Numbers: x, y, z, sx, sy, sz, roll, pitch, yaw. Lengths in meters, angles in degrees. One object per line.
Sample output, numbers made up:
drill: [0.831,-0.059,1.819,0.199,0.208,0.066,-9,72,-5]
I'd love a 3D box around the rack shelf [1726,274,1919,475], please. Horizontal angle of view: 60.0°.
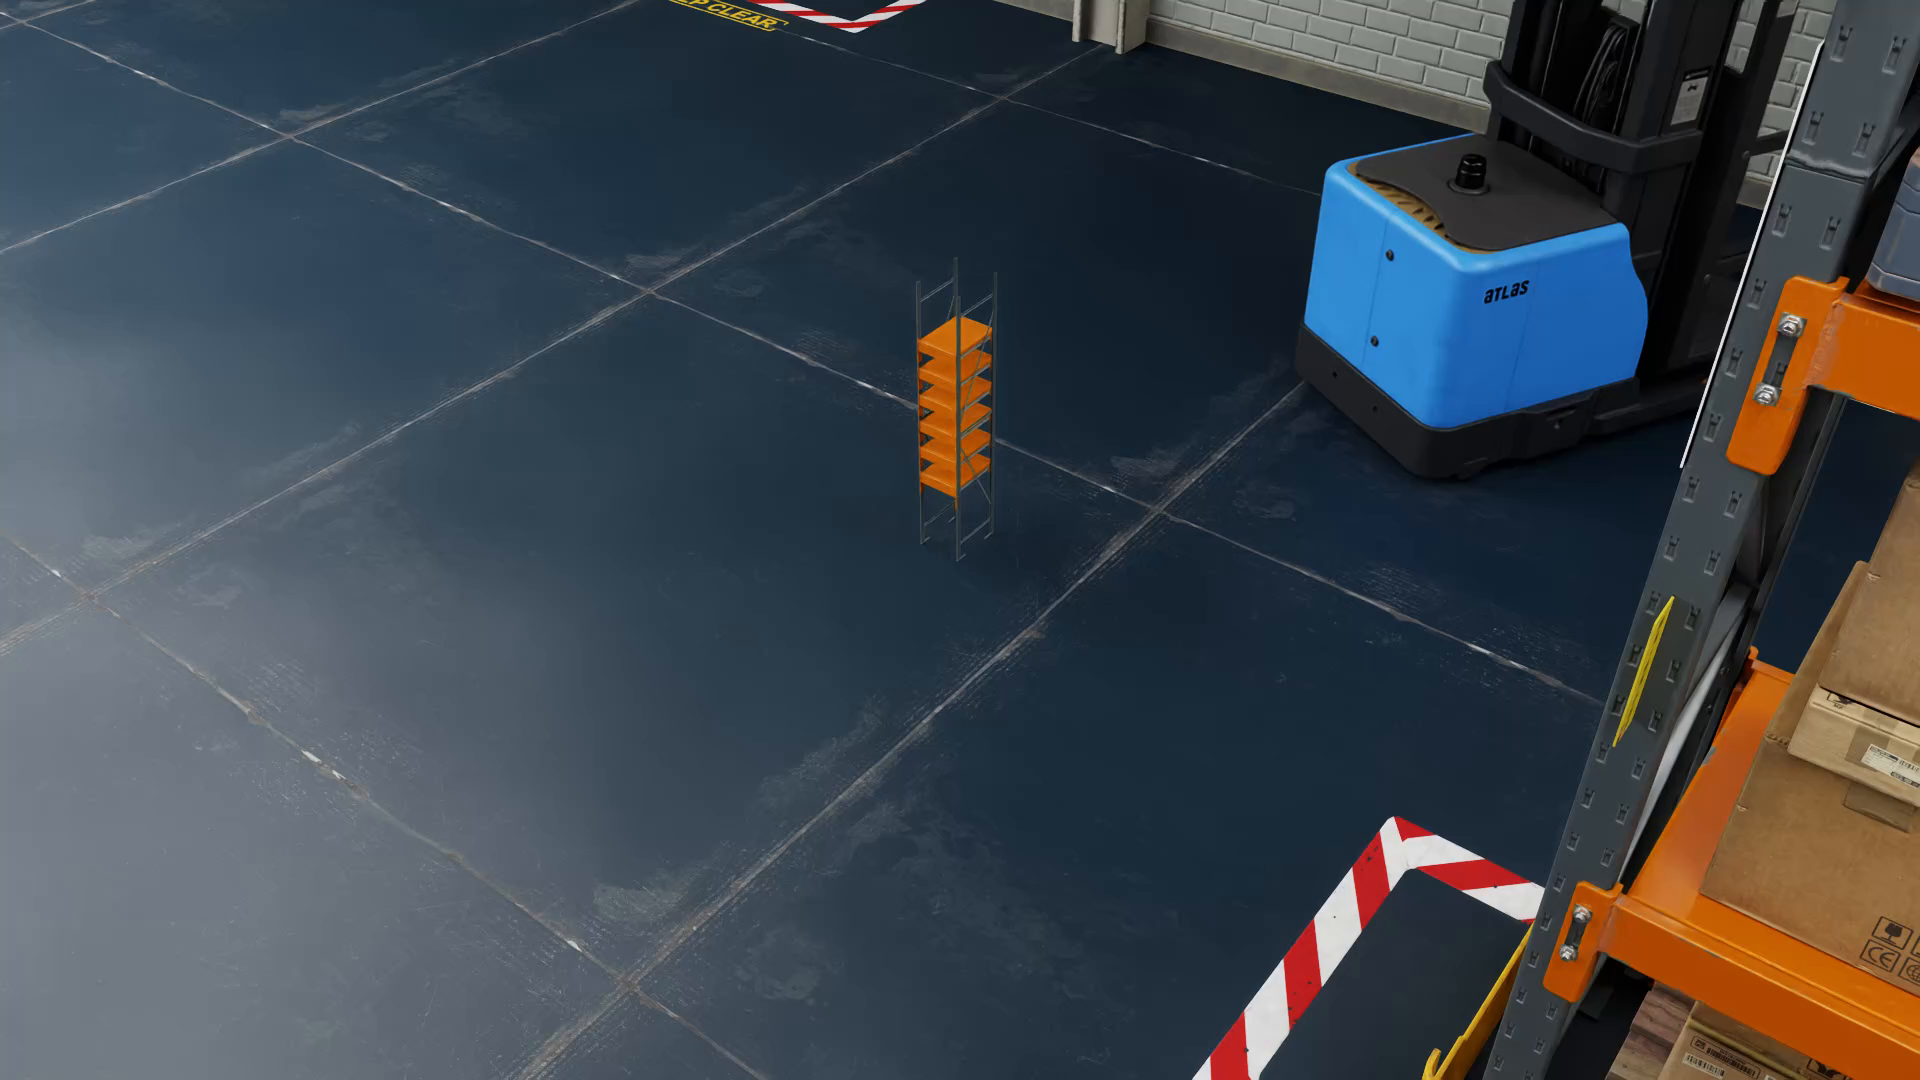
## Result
rack shelf: [3.253,0.212,2.197,4.000,0.370,1.077,25,45,29]

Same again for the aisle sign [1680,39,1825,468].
aisle sign: [1.426,-0.538,2.895,0.004,0.787,0.394,25,45,29]

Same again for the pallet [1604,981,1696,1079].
pallet: [2.297,1.724,4.376,1.213,0.211,1.003,25,45,29]

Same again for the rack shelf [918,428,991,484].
rack shelf: [-0.011,-0.348,6.488,0.180,0.103,0.258,25,45,29]

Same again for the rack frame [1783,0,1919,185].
rack frame: [1.665,-2.002,2.007,0.127,3.000,1.000,25,45,29]

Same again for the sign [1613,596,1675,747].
sign: [1.323,0.258,3.221,0.005,0.325,0.100,25,45,29]

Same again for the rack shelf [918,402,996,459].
rack shelf: [-0.011,-0.443,6.414,0.180,0.103,0.258,25,45,29]

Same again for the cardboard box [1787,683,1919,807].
cardboard box: [1.845,0.318,3.303,0.250,0.149,0.380,25,44,28]

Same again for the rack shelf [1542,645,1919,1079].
rack shelf: [3.253,1.393,3.121,4.000,0.370,1.077,25,45,29]

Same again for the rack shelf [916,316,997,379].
rack shelf: [-0.012,-0.726,6.192,0.180,0.103,0.258,25,45,29]

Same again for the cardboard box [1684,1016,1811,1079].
cardboard box: [2.270,1.334,4.503,0.500,0.250,0.500,25,45,29]

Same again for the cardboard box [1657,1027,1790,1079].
cardboard box: [1.955,1.588,4.179,0.500,0.250,0.500,25,45,29]

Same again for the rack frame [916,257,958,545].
rack frame: [-0.084,-0.512,6.431,0.006,1.200,0.240,25,45,29]

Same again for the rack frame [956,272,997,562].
rack frame: [0.061,-0.444,6.343,0.006,1.200,0.240,25,45,29]

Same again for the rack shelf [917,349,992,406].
rack shelf: [-0.011,-0.632,6.266,0.180,0.103,0.258,25,45,29]

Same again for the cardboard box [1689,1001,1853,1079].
cardboard box: [2.271,1.038,4.273,0.500,0.500,0.500,25,45,29]

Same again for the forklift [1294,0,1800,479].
forklift: [3.100,-2.011,6.941,3.031,2.935,1.130,-15,41,-19]

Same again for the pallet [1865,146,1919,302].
pallet: [2.210,-0.508,2.604,1.213,0.211,1.003,25,45,29]

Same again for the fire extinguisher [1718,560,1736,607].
fire extinguisher: [1.853,0.119,4.227,0.183,0.674,0.296,25,45,29]

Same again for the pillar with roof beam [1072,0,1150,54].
pillar with roof beam: [-1.629,-4.729,5.491,0.400,9.000,9.100,25,45,29]

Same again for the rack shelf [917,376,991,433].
rack shelf: [-0.011,-0.537,6.340,0.180,0.103,0.258,25,45,29]

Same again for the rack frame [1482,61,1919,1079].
rack frame: [1.665,0.361,3.856,0.127,3.000,1.000,25,45,29]

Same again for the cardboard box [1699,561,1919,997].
cardboard box: [2.028,0.502,3.594,0.500,0.500,0.700,25,45,29]

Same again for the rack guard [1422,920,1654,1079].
rack guard: [1.645,1.336,4.638,0.348,0.500,1.175,25,45,29]

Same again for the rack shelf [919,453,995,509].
rack shelf: [-0.011,-0.254,6.562,0.180,0.103,0.258,25,45,29]

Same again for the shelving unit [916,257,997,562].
shelving unit: [-0.011,-0.478,6.387,0.189,1.200,0.258,25,45,29]

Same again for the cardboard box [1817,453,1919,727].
cardboard box: [2.070,0.011,3.169,0.500,0.500,0.700,25,45,29]
